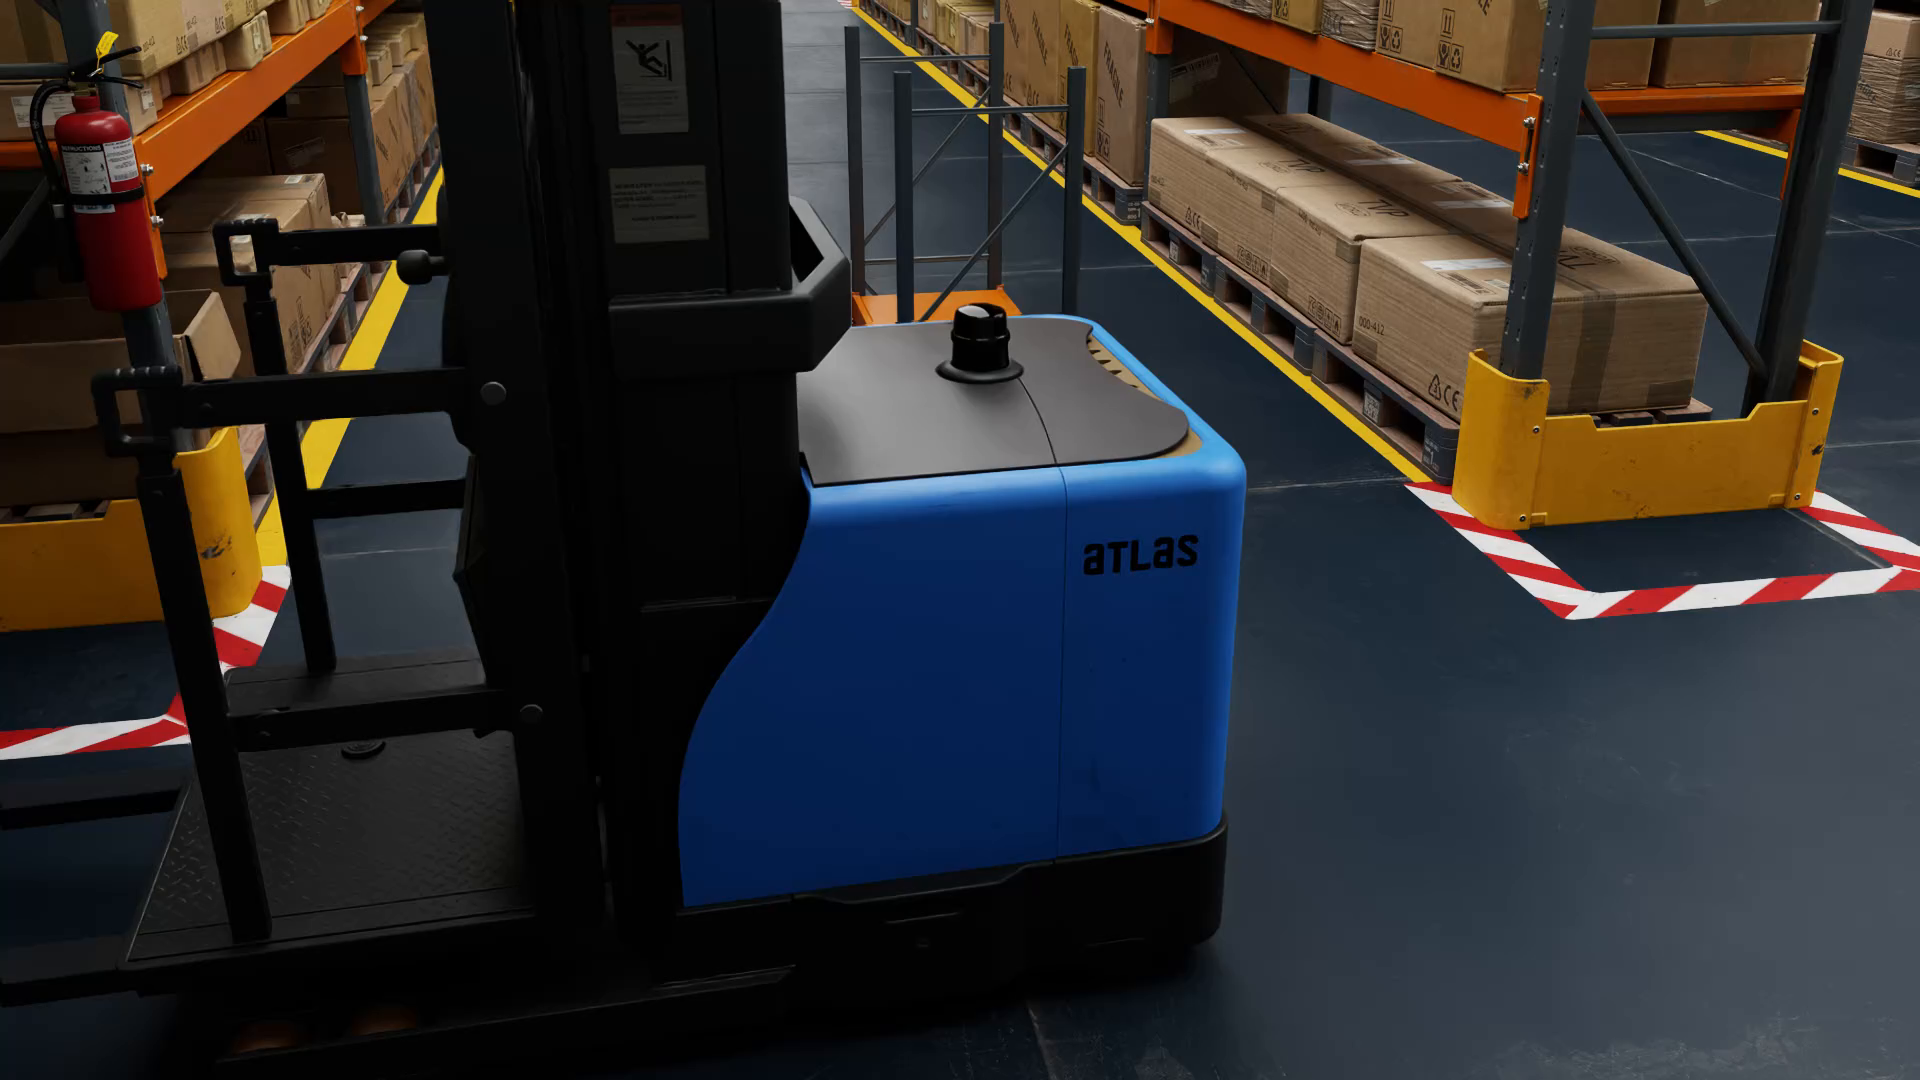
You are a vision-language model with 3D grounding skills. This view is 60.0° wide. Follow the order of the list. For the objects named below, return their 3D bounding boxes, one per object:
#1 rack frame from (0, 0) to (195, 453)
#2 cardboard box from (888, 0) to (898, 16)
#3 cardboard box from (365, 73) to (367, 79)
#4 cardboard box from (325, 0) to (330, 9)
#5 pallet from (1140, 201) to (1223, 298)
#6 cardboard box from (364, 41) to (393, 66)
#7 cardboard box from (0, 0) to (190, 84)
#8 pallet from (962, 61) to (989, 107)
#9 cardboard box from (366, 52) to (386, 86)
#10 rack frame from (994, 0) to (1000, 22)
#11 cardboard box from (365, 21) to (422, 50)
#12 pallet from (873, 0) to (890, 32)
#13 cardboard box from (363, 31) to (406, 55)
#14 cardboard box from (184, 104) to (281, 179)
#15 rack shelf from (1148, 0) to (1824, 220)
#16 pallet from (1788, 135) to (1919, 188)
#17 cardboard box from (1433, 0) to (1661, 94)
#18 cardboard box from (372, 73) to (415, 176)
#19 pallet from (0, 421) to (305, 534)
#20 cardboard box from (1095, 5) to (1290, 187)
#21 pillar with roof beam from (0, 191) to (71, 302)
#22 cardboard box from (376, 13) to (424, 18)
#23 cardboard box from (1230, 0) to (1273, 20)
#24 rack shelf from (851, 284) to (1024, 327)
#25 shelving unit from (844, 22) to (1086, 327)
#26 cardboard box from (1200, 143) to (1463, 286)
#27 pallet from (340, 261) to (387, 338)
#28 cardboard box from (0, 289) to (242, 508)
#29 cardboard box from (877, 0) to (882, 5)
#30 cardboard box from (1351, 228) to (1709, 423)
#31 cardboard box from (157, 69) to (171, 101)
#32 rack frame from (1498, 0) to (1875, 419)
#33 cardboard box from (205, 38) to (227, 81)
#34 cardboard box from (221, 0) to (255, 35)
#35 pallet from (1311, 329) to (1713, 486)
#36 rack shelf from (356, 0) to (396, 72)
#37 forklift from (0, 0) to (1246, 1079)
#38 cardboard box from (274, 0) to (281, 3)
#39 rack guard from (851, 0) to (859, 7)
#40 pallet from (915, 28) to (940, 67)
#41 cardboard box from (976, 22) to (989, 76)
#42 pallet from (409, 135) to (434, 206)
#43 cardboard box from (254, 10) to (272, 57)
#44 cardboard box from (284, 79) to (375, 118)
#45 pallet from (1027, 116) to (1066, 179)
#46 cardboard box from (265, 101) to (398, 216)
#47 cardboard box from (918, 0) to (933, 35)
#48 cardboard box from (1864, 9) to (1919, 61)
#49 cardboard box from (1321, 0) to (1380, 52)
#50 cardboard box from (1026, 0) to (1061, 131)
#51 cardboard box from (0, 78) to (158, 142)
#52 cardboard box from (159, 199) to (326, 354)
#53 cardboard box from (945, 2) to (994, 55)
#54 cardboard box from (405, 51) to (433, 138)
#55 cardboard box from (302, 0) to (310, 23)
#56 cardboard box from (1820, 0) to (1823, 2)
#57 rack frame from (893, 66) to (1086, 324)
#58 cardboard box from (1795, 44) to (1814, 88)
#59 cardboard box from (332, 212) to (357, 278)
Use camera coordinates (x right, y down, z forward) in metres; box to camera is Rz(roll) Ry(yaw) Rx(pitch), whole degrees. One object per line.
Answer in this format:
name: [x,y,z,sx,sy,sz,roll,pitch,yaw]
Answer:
rack frame: [-2.639,-1.151,4.138,1.000,3.000,0.127,-4,24,-10]
cardboard box: [-0.462,-5.594,17.221,0.500,0.250,0.500,-5,24,-11]
cardboard box: [-3.369,-2.433,8.861,0.380,0.149,0.250,-6,24,-12]
cardboard box: [-3.002,-2.402,7.316,0.380,0.149,0.250,-4,24,-8]
pallet: [1.562,-1.511,8.445,1.003,0.211,1.213,-4,24,-10]
cardboard box: [-3.565,-2.843,9.799,0.380,0.149,0.250,-4,24,-10]
cardboard box: [-2.458,-1.417,4.563,0.500,0.250,0.500,-4,24,-9]
pallet: [0.616,-3.696,13.450,1.003,0.211,1.213,-4,24,-10]
cardboard box: [-3.443,-2.641,9.337,0.380,0.149,0.250,-4,24,-10]
rack frame: [0.759,-4.667,12.188,1.000,3.000,0.127,-4,24,-10]
cardboard box: [-3.692,-3.255,10.743,0.380,0.149,0.250,-5,24,-12]
pallet: [-0.368,-5.705,18.048,1.003,0.211,1.213,-4,24,-10]
cardboard box: [-3.641,-3.050,10.273,0.380,0.149,0.250,-5,24,-11]
cardboard box: [-3.760,-1.943,8.549,0.500,0.500,0.500,-4,24,-10]
rack shelf: [1.869,-1.977,6.928,1.077,0.370,4.000,-4,24,-10]
pallet: [6.199,-2.528,10.774,1.003,0.211,1.213,-4,24,-10]
cardboard box: [1.889,-1.736,5.352,0.500,0.500,0.500,-4,24,-9]
cardboard box: [-3.443,-2.384,9.559,0.500,0.500,0.500,-5,24,-11]
pallet: [-2.801,-0.217,5.483,1.003,0.211,1.213,-4,24,-10]
cardboard box: [1.305,-2.550,9.471,0.875,0.875,0.875,-4,24,-8]
pillar with roof beam: [0.095,-5.452,6.490,9.100,9.000,0.400,-4,24,-10]
cardboard box: [-3.778,-3.467,11.228,0.380,0.149,0.250,-5,24,-12]
cardboard box: [1.503,-2.541,7.195,0.500,0.500,0.500,-4,24,-9]
rack shelf: [-0.016,-0.556,5.099,0.538,0.185,1.000,-4,24,-10]
shelving unit: [-0.014,-0.717,5.018,0.587,1.500,1.083,-4,24,-10]
cardboard box: [1.676,-1.505,7.624,0.875,0.438,0.875,-5,24,-11]
pallet: [-3.253,-1.176,7.680,1.003,0.211,1.213,-4,24,-10]
cardboard box: [-2.659,-0.447,5.121,0.797,0.503,0.637,-5,24,-12]
cardboard box: [-0.643,-5.993,18.135,0.500,0.250,0.500,-3,24,-6]
cardboard box: [2.018,-0.791,5.989,0.875,0.438,0.875,-5,24,-12]
cardboard box: [-2.605,-1.383,4.983,0.380,0.149,0.250,-5,24,-10]
rack frame: [2.238,-1.520,4.983,1.000,3.000,0.127,-4,24,-10]
cardboard box: [-2.647,-1.591,5.459,0.380,0.149,0.250,-4,24,-9]
cardboard box: [-2.649,-1.815,5.473,0.500,0.250,0.500,-5,24,-11]
pallet: [2.014,-0.551,6.248,1.003,0.211,1.213,-4,24,-10]
rack shelf: [-3.748,-3.182,9.686,1.077,0.370,4.000,-4,24,-10]
forklift: [-1.049,-0.560,2.870,3.031,2.935,1.130,-5,24,-12]
cardboard box: [-2.858,-2.217,6.394,0.500,0.250,0.500,-4,24,-10]
rack guard: [-0.706,-6.638,19.824,1.175,0.500,0.348,-4,24,-10]
pallet: [0.165,-4.656,15.647,1.003,0.211,1.213,-4,24,-10]
cardboard box: [0.664,-3.878,13.140,0.950,0.372,0.625,-6,24,-13]
pallet: [-3.795,-2.245,10.126,1.003,0.211,1.213,-4,24,-10]
cardboard box: [-2.688,-1.798,5.933,0.380,0.149,0.250,-4,24,-9]
cardboard box: [-3.183,-2.230,8.395,0.380,0.149,0.250,-3,24,-7]
pallet: [1.053,-2.594,10.927,1.003,0.211,1.213,-4,24,-10]
cardboard box: [-3.247,-1.979,8.631,0.500,0.500,0.500,-3,24,-7]
cardboard box: [0.119,-5.022,15.760,0.950,0.372,0.625,-4,24,-9]
cardboard box: [5.959,-3.164,10.409,0.500,0.250,0.500,-5,24,-11]
cardboard box: [1.706,-2.136,6.269,0.500,0.500,0.500,-4,24,-8]
cardboard box: [0.966,-3.257,11.089,0.875,0.875,0.875,-4,24,-9]
cardboard box: [-2.430,-1.186,4.531,0.380,0.149,0.250,-4,24,-10]
cardboard box: [-2.778,-1.000,6.391,0.500,0.500,0.500,-4,24,-9]
cardboard box: [0.385,-4.466,14.487,0.950,0.372,0.625,-4,24,-8]
cardboard box: [-3.647,-2.791,10.492,0.500,0.500,0.500,-3,24,-7]
cardboard box: [-2.908,-2.196,6.845,0.380,0.149,0.250,-4,24,-8]
cardboard box: [5.765,-3.574,11.348,0.500,0.250,0.500,-5,24,-12]
rack frame: [0.078,-0.521,4.569,0.500,1.500,0.032,-4,24,-10]
cardboard box: [5.866,-3.021,11.017,0.500,0.500,0.500,-5,24,-11]
cardboard box: [-2.921,-1.326,7.430,0.396,0.266,0.258,-3,24,-8]
